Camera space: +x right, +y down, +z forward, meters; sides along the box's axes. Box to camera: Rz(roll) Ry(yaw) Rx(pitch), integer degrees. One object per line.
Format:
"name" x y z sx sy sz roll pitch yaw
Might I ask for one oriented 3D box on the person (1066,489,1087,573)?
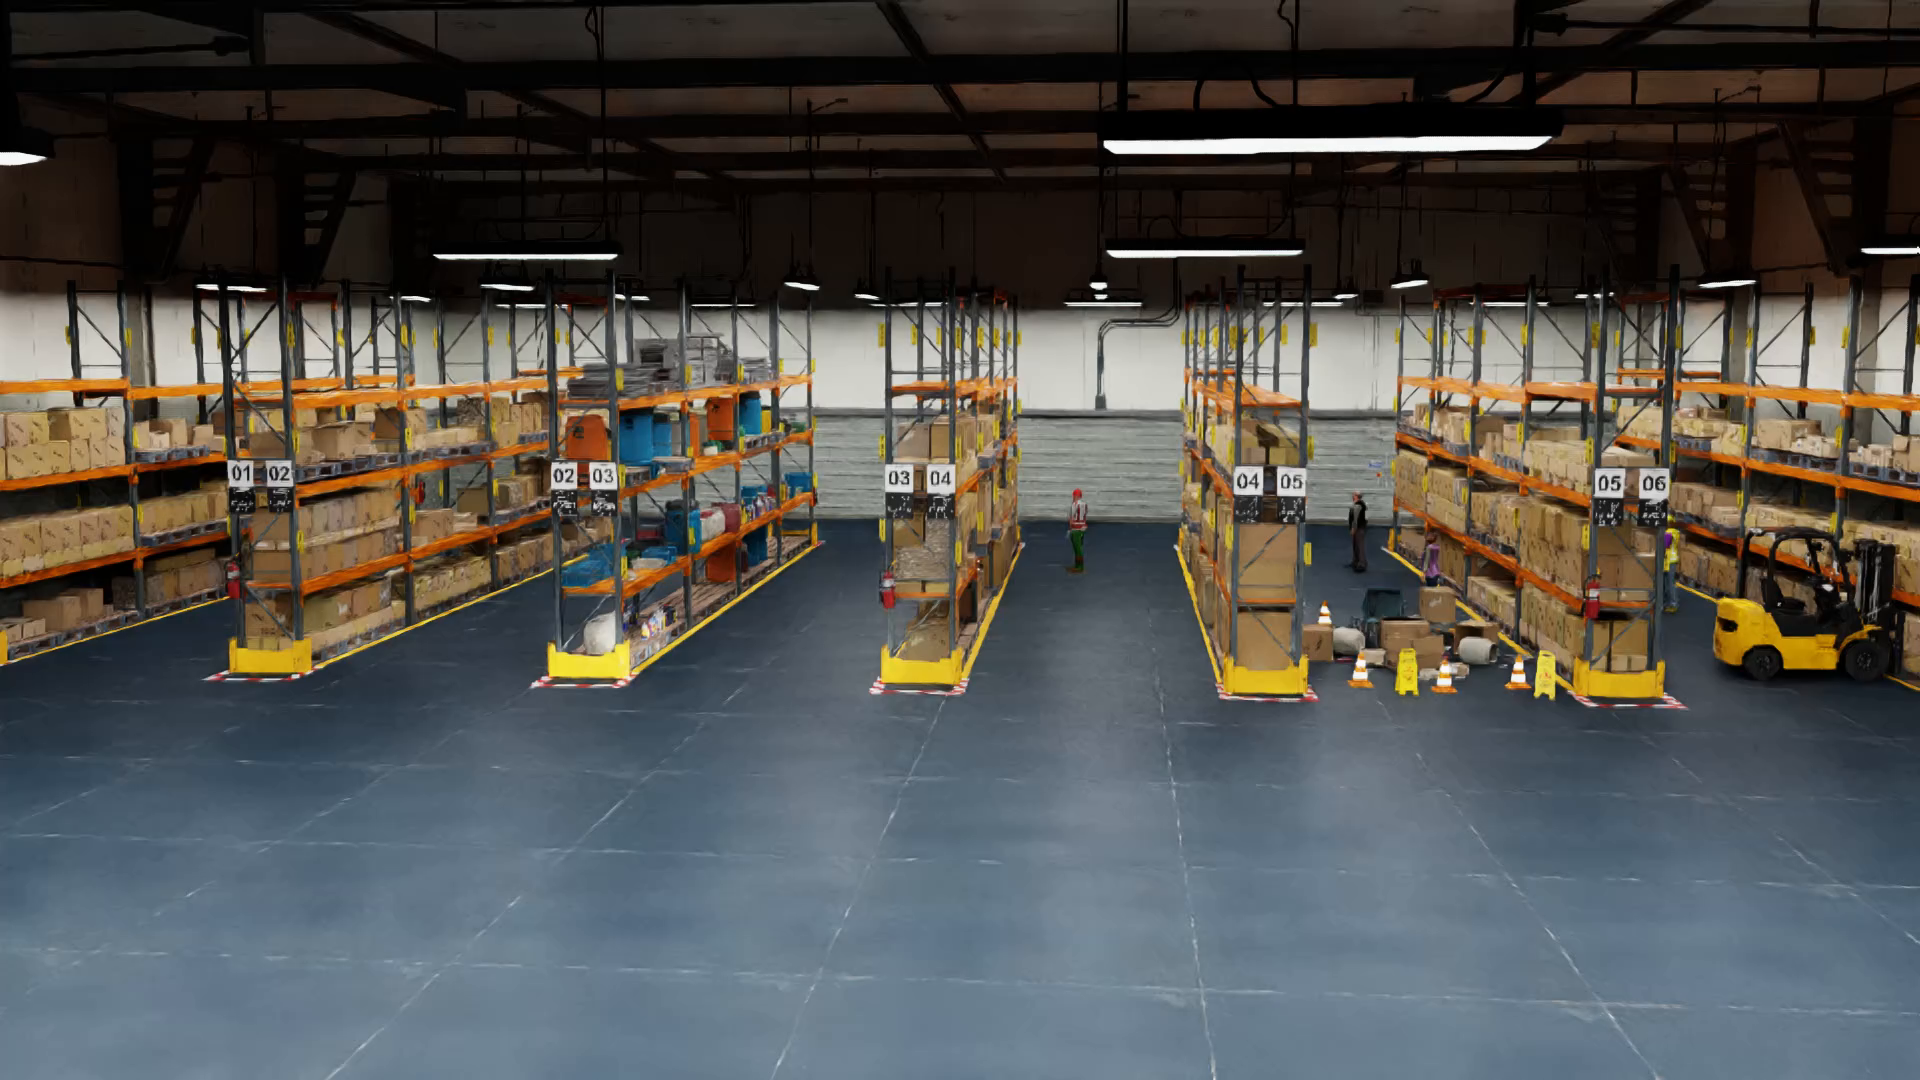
"person" 2.482 -0.210 35.532 0.547 1.785 0.646 4 8 32

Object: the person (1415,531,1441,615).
"person" 8.306 0.629 29.432 0.536 1.590 0.535 4 8 31

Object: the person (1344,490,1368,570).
"person" 8.568 -0.230 35.950 0.553 1.720 0.607 3 8 23

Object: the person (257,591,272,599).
"person" -12.227 0.577 29.317 0.457 1.733 0.593 -3 8 -24

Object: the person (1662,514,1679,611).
"person" 13.005 0.393 30.674 0.585 1.763 0.682 4 8 30
